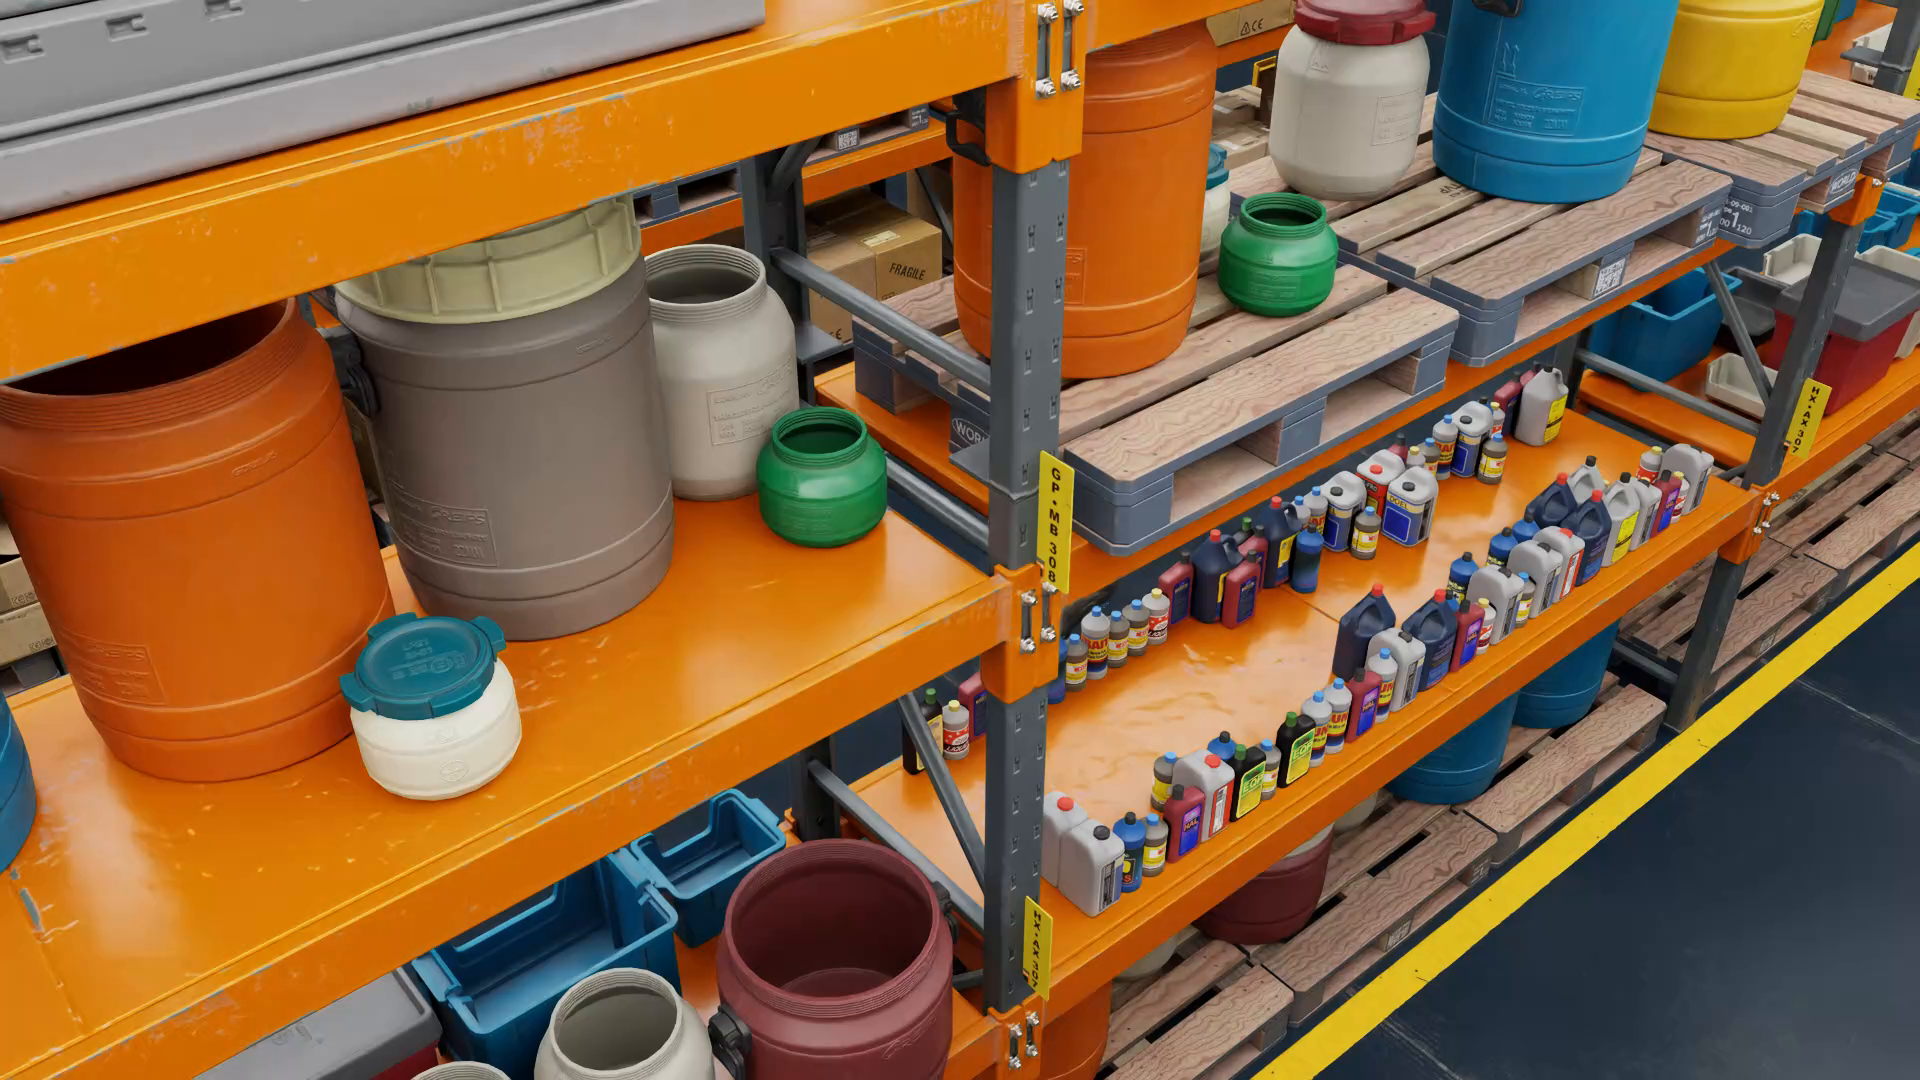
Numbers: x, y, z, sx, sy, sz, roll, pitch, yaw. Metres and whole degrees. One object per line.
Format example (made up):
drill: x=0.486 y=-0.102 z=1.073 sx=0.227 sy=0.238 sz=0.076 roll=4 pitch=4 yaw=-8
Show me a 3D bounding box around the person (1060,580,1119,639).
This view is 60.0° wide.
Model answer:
person: x=0.429 y=-0.180 z=7.280 sx=0.488 sy=1.761 sz=0.567 roll=-8 pitch=37 yaw=-11
